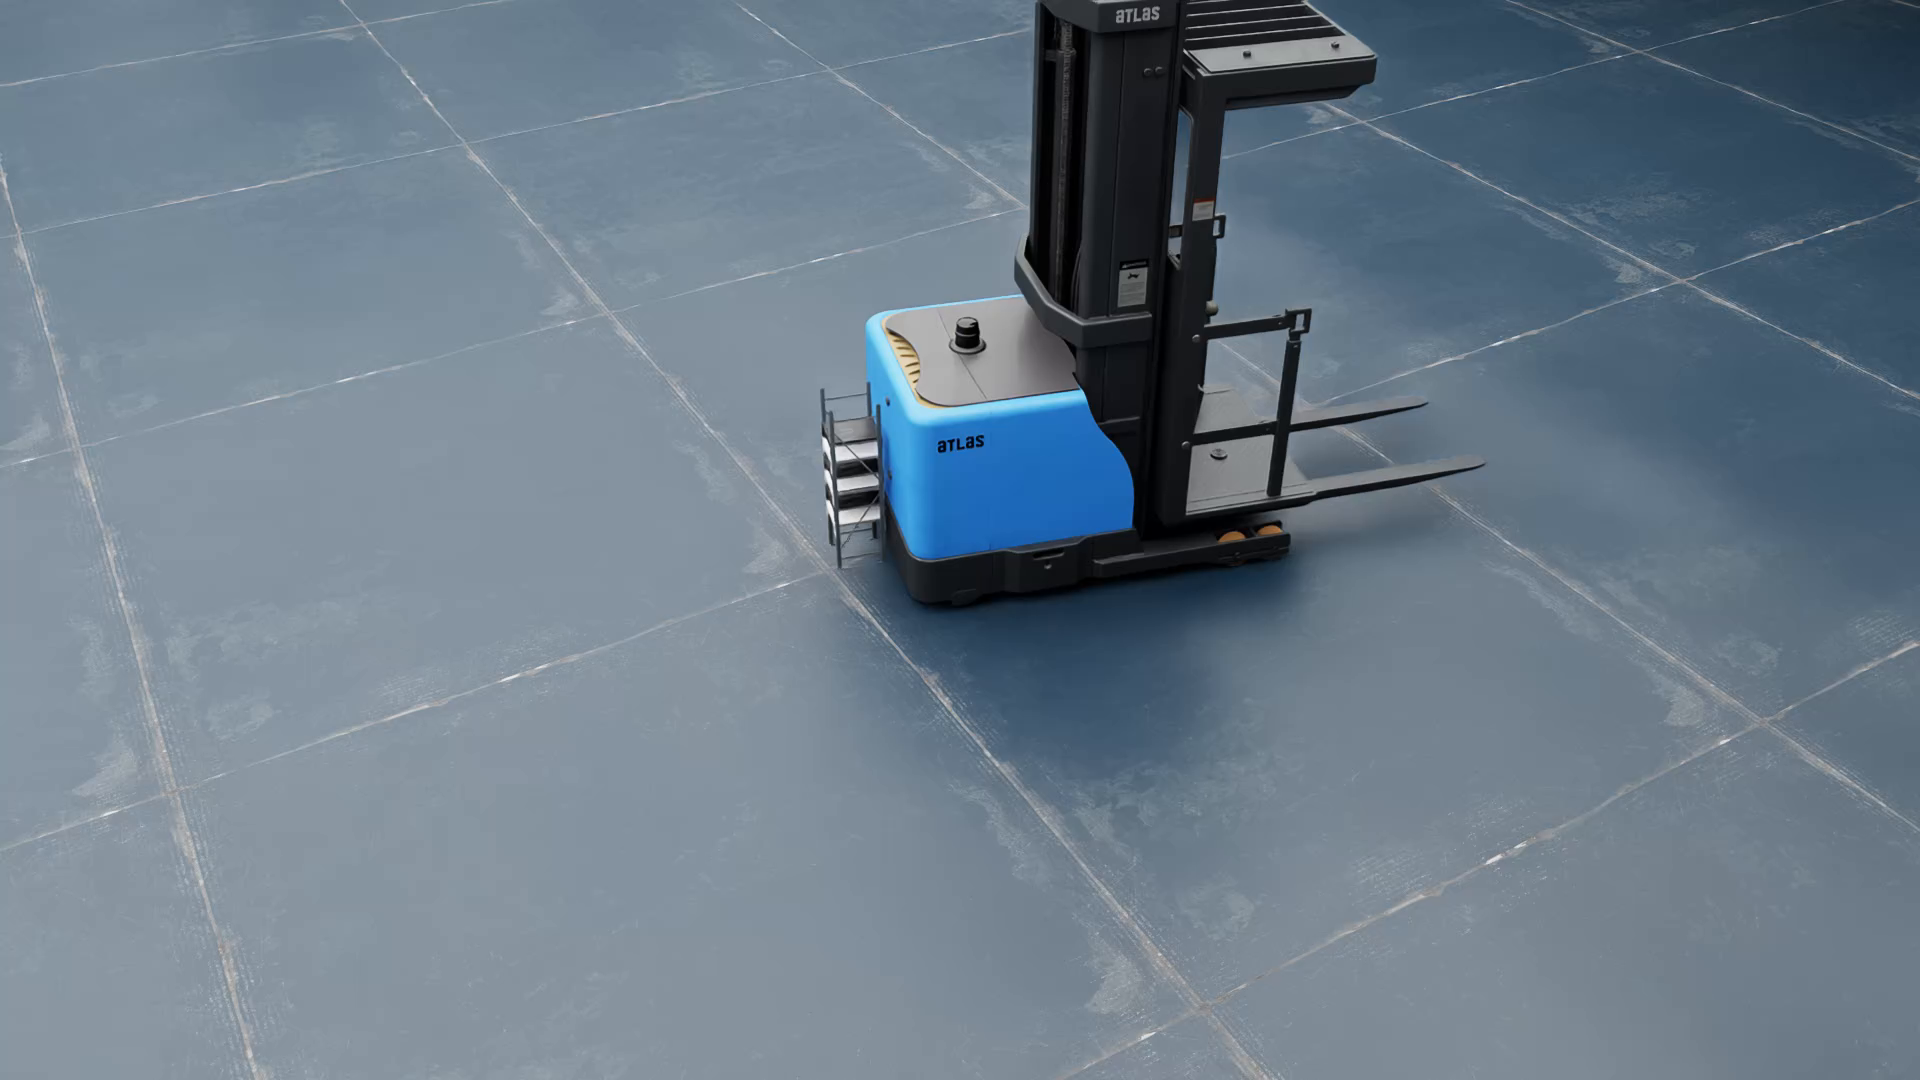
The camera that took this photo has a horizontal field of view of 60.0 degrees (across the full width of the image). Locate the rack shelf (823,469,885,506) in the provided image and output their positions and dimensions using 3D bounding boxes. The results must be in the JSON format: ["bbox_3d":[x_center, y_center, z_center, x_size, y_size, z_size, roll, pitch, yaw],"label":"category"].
[{"bbox_3d":[-0.503,-0.268,7.910,0.258,0.077,0.200,-9,37,-12],"label":"rack shelf"}]

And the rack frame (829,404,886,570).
[{"bbox_3d":[-0.477,-0.237,7.811,0.240,0.900,0.006,-9,37,-12],"label":"rack frame"}]

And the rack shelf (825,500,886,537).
[{"bbox_3d":[-0.503,-0.123,8.016,0.258,0.077,0.200,-9,37,-12],"label":"rack shelf"}]

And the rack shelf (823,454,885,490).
[{"bbox_3d":[-0.504,-0.341,7.857,0.258,0.077,0.200,-9,37,-12],"label":"rack shelf"}]

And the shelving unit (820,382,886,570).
[{"bbox_3d":[-0.503,-0.295,7.890,0.258,0.900,0.210,-9,37,-12],"label":"shelving unit"}]

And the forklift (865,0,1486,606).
[{"bbox_3d":[1.112,-1.349,7.613,3.031,2.935,1.130,-9,37,-12],"label":"forklift"}]

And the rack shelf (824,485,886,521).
[{"bbox_3d":[-0.503,-0.195,7.963,0.258,0.077,0.200,-9,37,-12],"label":"rack shelf"}]

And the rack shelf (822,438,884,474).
[{"bbox_3d":[-0.504,-0.413,7.803,0.258,0.077,0.200,-9,37,-12],"label":"rack shelf"}]

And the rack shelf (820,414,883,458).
[{"bbox_3d":[-0.504,-0.486,7.750,0.258,0.077,0.200,-9,37,-12],"label":"rack shelf"}]

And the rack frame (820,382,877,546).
[{"bbox_3d":[-0.530,-0.353,7.969,0.240,0.900,0.006,-9,37,-12],"label":"rack frame"}]
